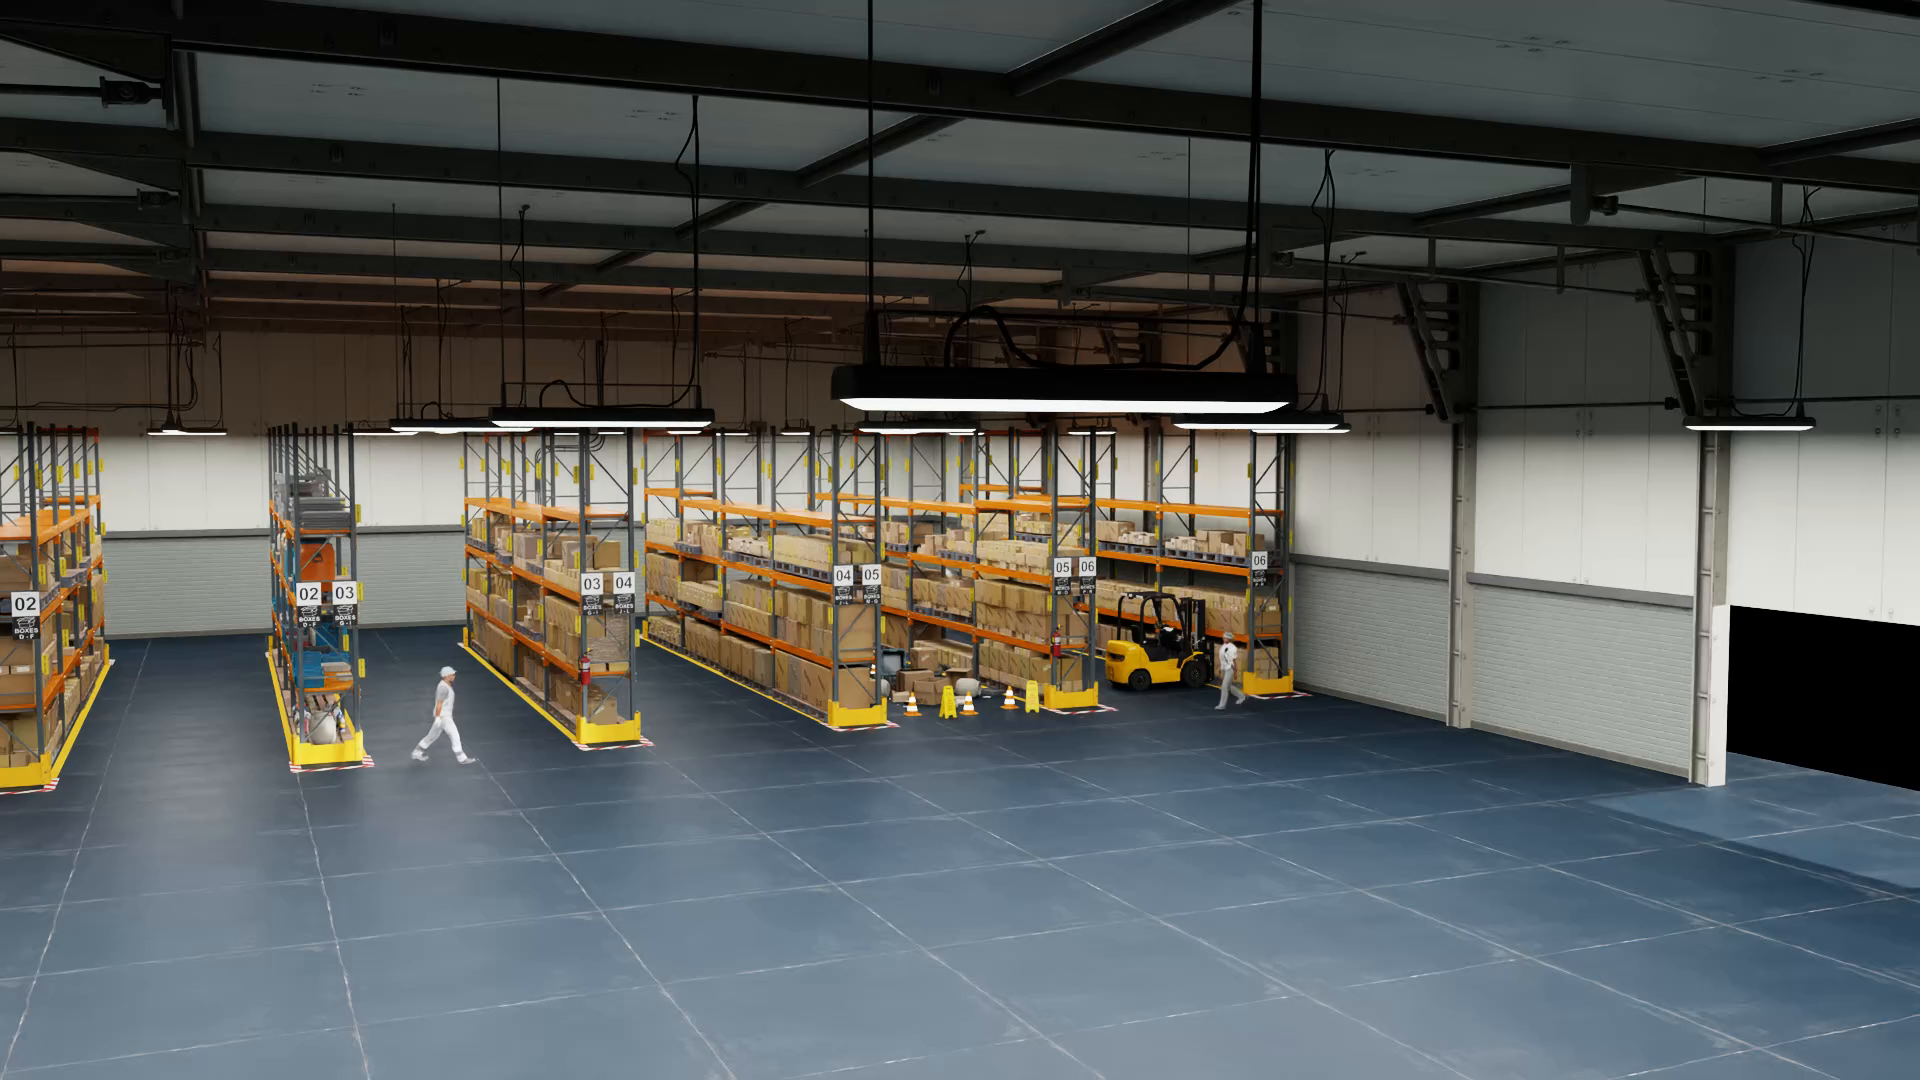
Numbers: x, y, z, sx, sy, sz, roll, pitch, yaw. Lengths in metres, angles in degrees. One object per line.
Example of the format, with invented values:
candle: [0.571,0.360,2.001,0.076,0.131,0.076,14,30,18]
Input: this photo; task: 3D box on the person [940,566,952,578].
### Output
person: [-0.443,1.671,53.349,0.782,1.566,0.586,-1,4,-23]

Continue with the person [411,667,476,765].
person: [-9.067,3.082,29.155,1.143,1.730,0.569,0,4,-7]

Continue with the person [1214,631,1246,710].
person: [5.719,2.734,35.181,0.923,1.649,0.480,-2,4,-30]
